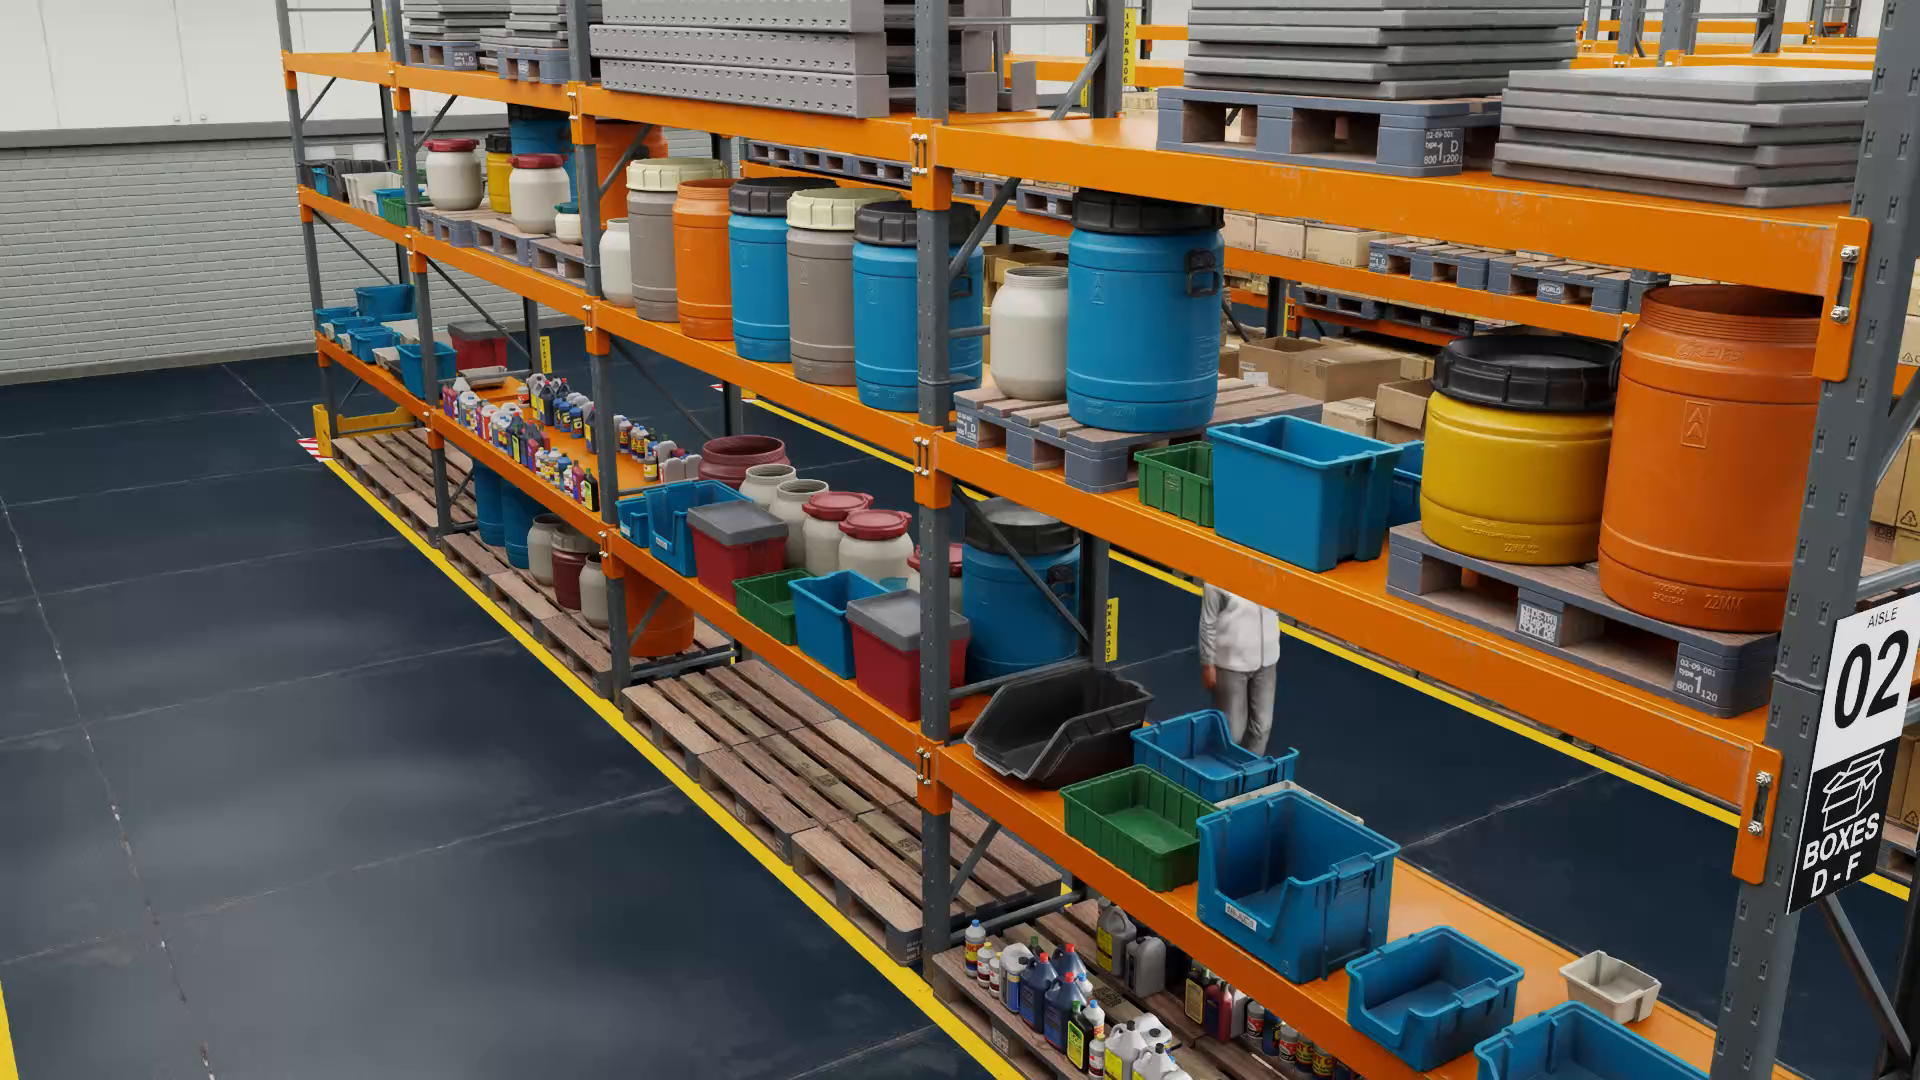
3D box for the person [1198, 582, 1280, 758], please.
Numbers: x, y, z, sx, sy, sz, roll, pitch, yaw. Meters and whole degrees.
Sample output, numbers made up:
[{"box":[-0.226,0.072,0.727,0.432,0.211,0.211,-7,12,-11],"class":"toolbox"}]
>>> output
[{"box":[1.638,0.700,9.797,0.541,1.759,0.641,-10,20,-28],"class":"person"}]
